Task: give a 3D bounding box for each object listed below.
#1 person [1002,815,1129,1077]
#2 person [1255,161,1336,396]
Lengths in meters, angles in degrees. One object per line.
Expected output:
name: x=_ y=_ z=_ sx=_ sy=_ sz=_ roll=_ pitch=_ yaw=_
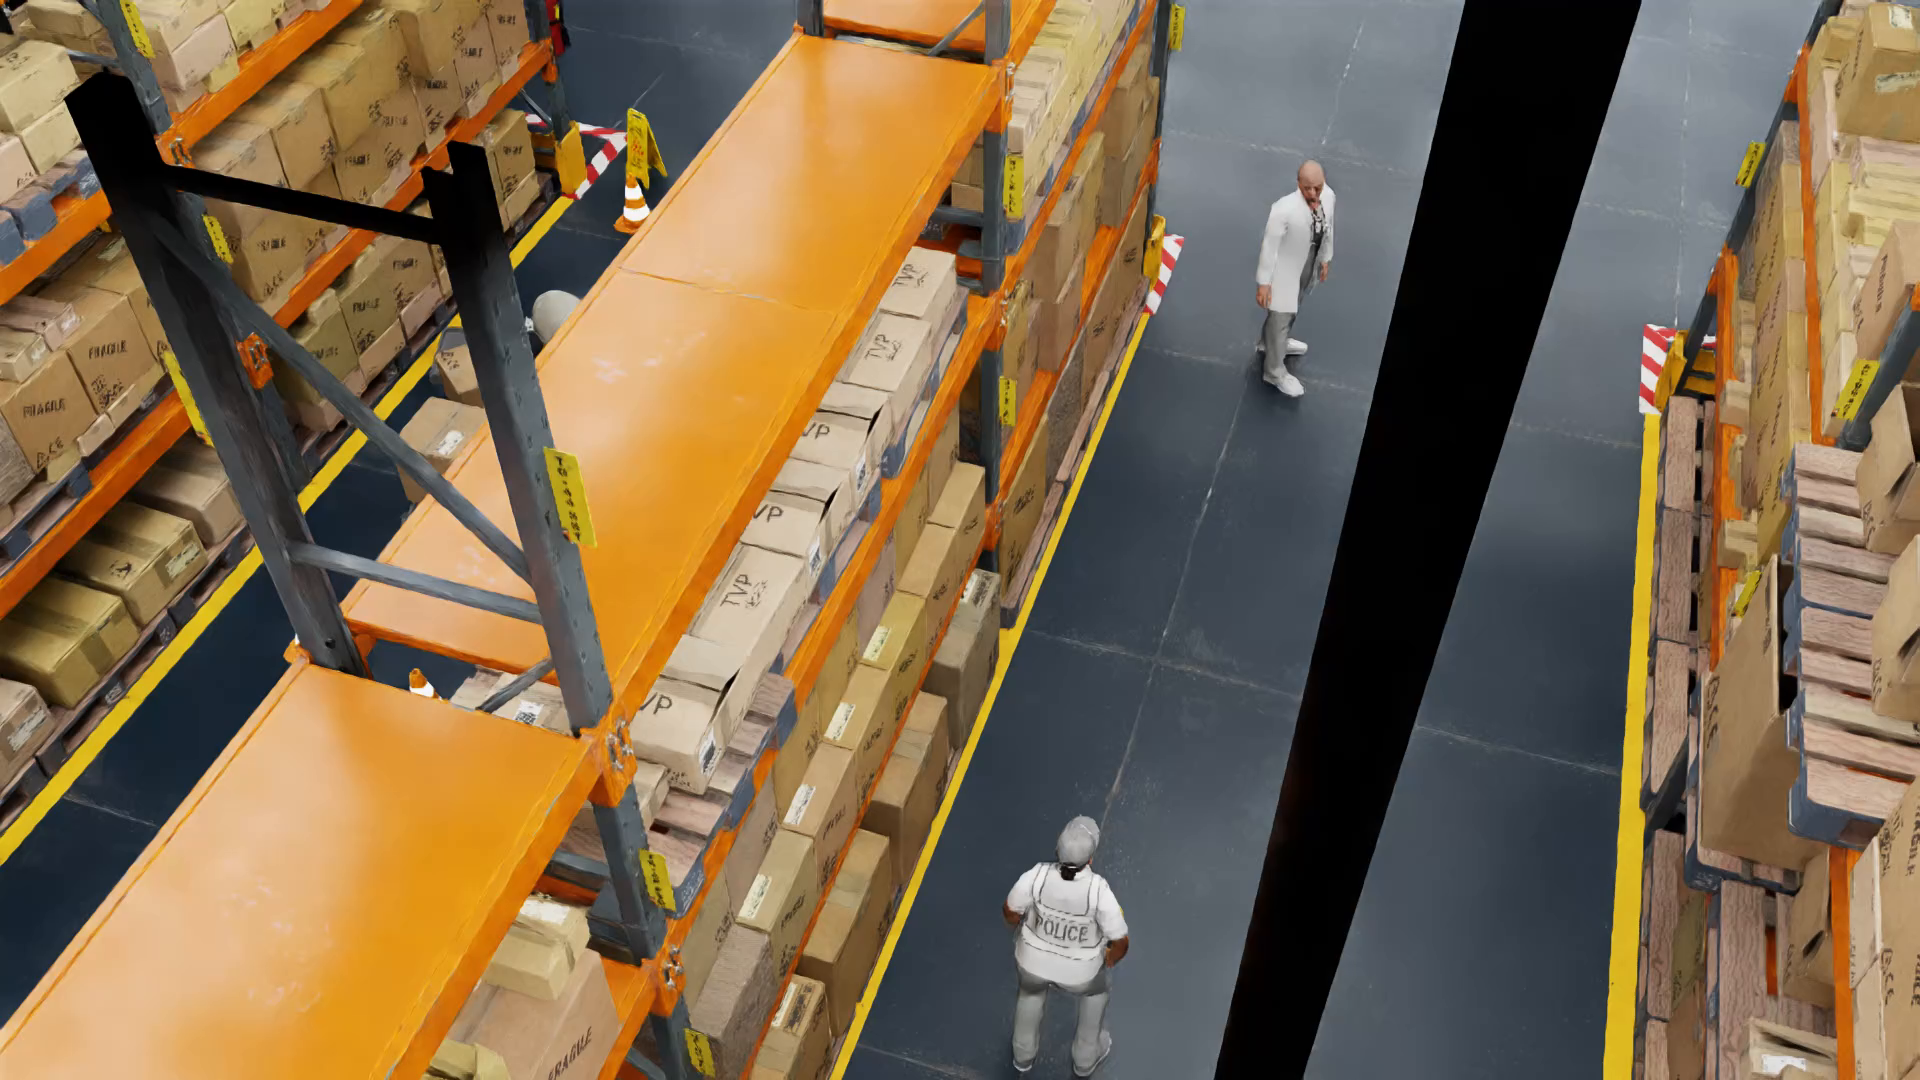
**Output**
person: x=0.510 y=1.981 z=8.087 sx=0.625 sy=1.611 sz=0.575 roll=12 pitch=47 yaw=11
person: x=2.374 y=-1.871 z=11.696 sx=0.677 sy=1.775 sz=0.636 roll=-30 pitch=53 yaw=-26
